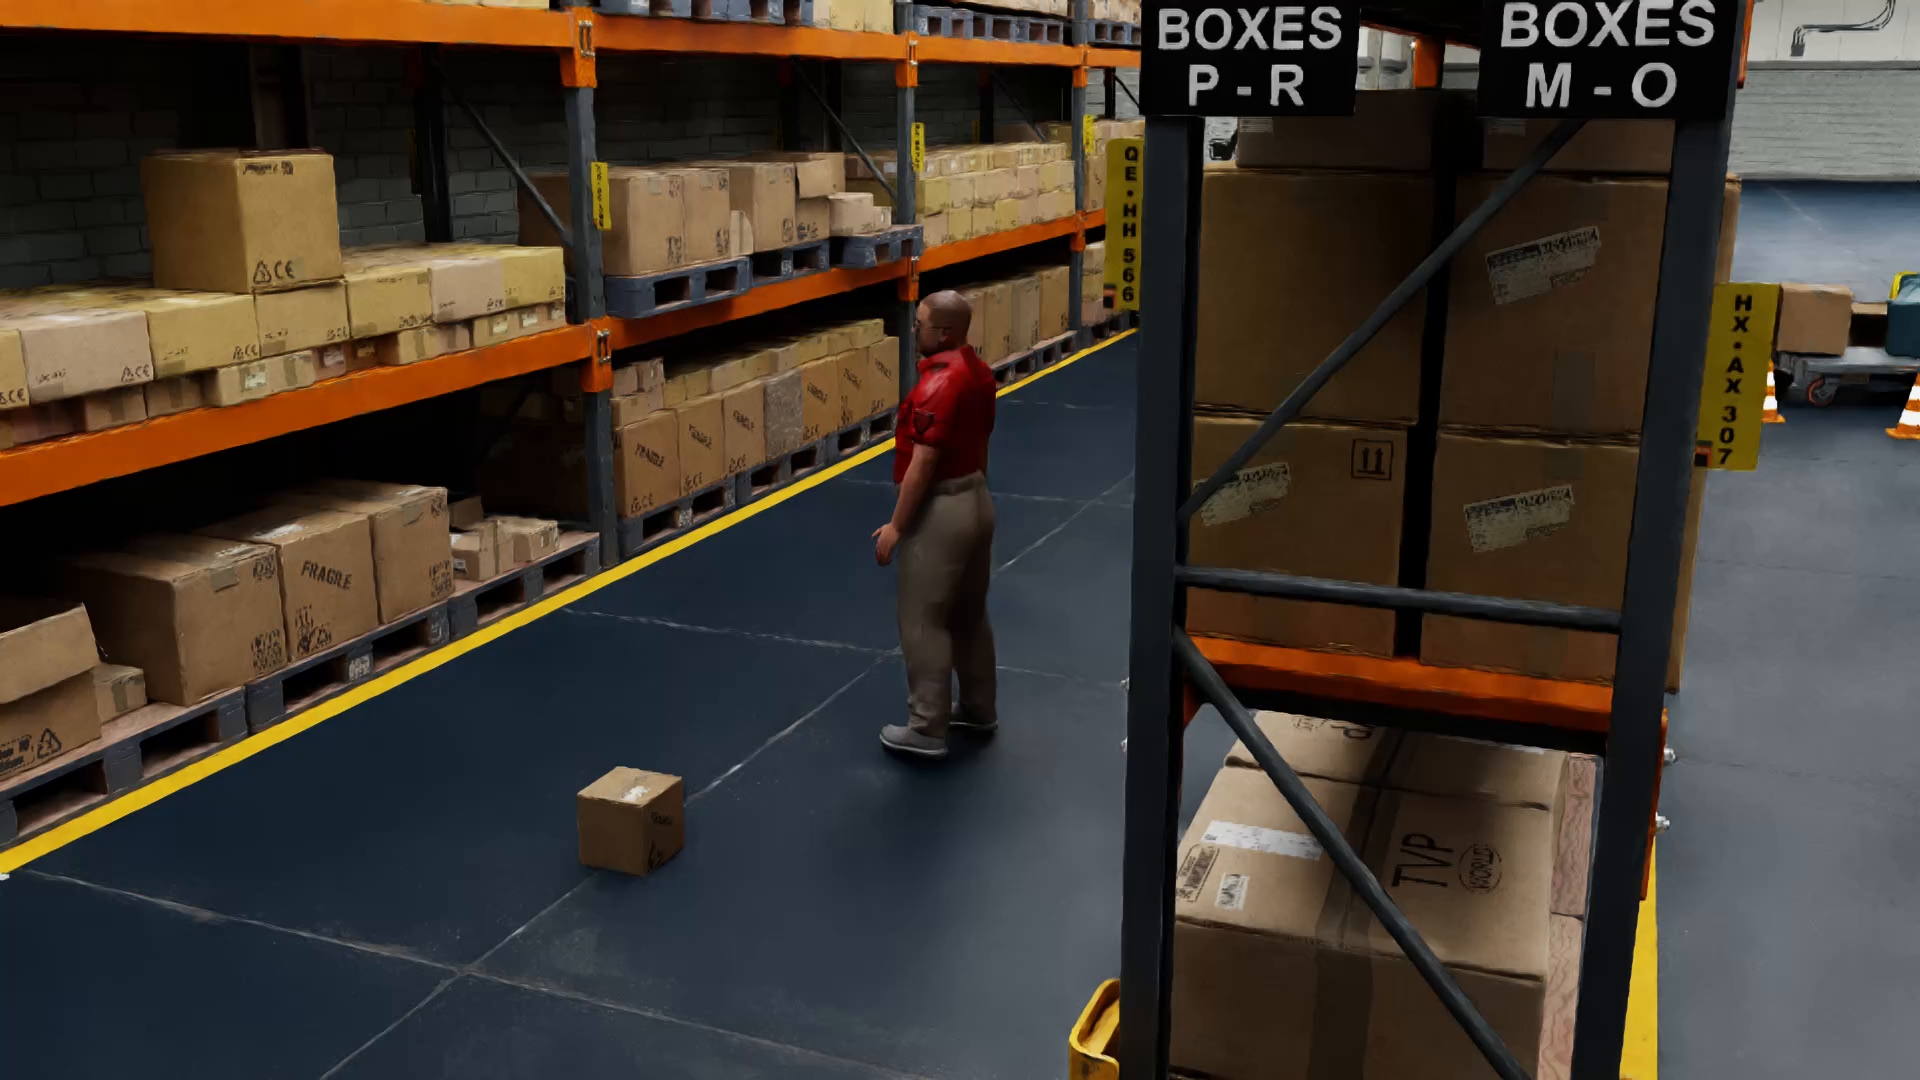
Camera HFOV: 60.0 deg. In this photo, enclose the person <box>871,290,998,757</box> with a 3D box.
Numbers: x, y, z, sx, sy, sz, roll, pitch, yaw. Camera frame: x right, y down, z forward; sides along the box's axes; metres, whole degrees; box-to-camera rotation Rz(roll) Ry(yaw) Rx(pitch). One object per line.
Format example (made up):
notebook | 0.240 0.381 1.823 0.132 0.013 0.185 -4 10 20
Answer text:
person | -0.081 -0.062 6.205 0.397 1.736 0.570 7 17 23
